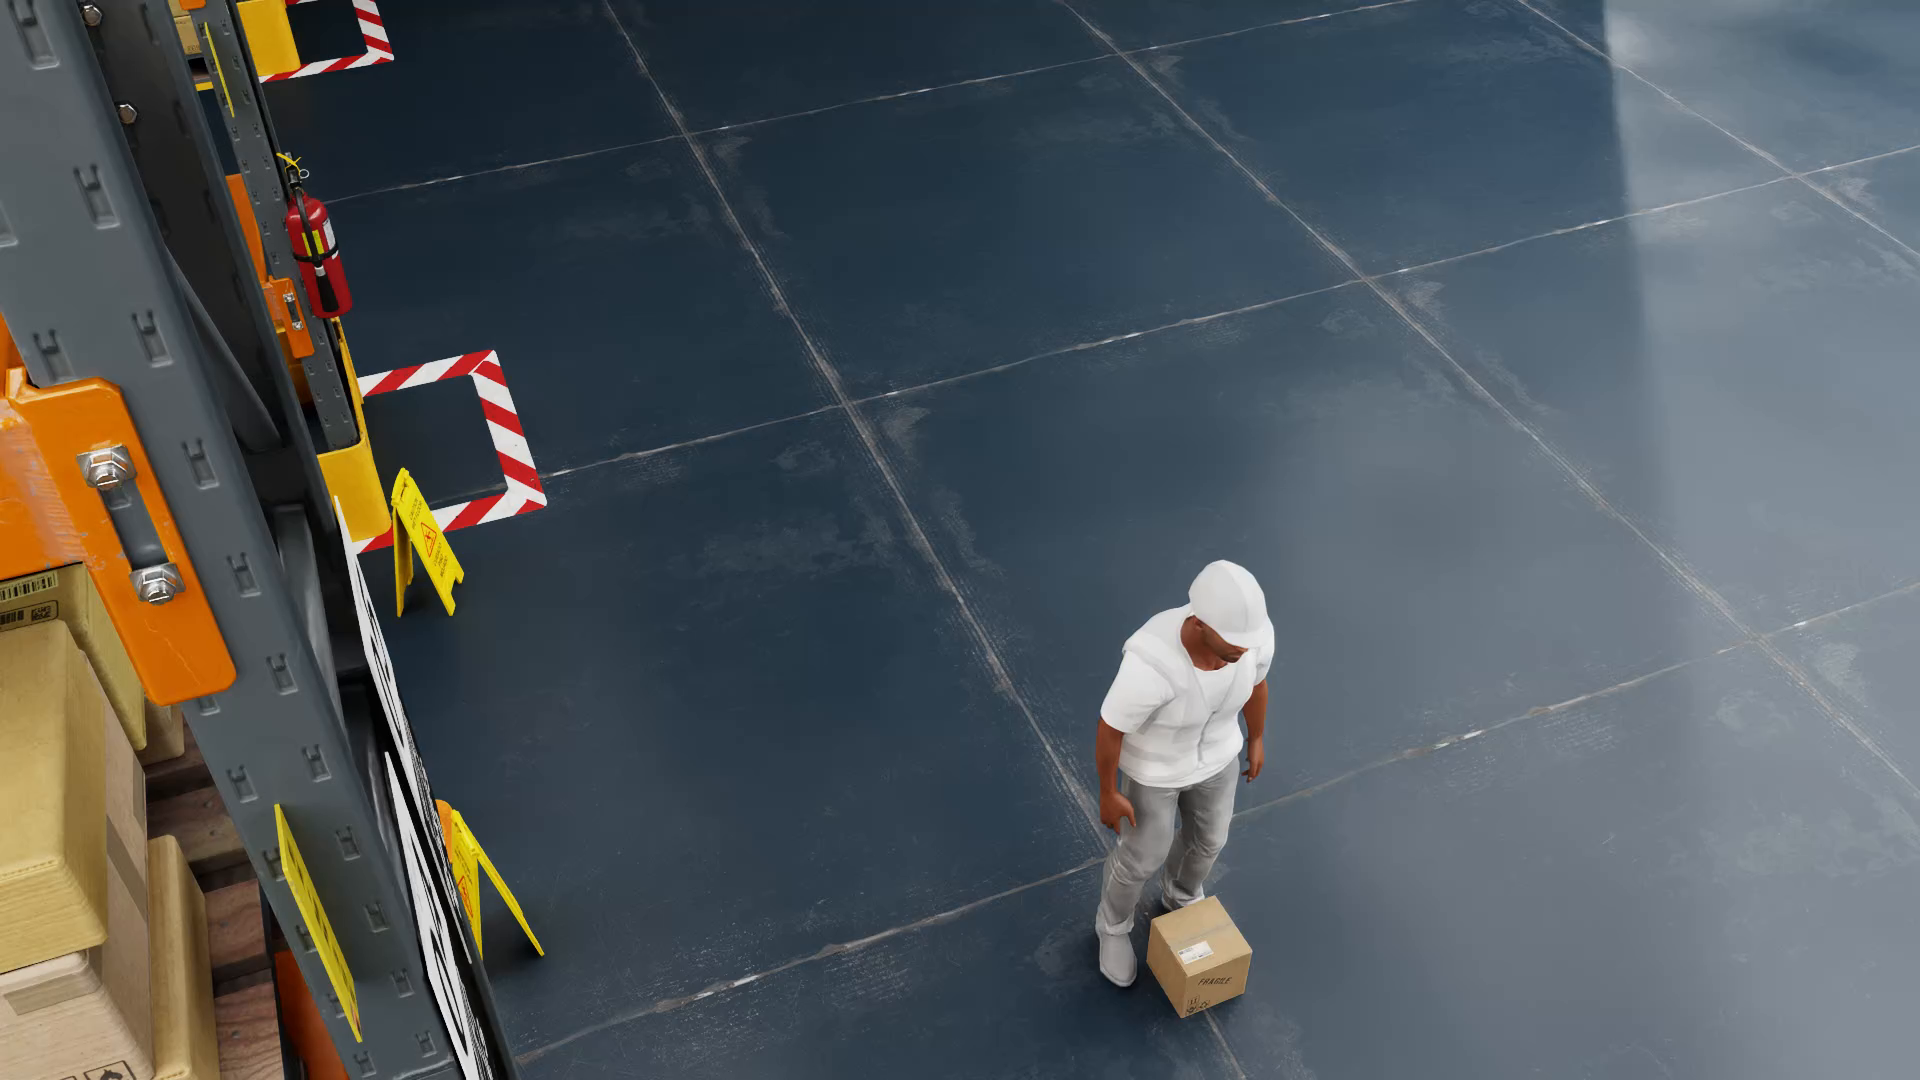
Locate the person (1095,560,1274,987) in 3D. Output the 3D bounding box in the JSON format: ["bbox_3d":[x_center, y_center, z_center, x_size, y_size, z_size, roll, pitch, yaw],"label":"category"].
[{"bbox_3d":[0.721,0.720,5.333,0.628,1.759,0.461,-18,44,-19],"label":"person"}]
